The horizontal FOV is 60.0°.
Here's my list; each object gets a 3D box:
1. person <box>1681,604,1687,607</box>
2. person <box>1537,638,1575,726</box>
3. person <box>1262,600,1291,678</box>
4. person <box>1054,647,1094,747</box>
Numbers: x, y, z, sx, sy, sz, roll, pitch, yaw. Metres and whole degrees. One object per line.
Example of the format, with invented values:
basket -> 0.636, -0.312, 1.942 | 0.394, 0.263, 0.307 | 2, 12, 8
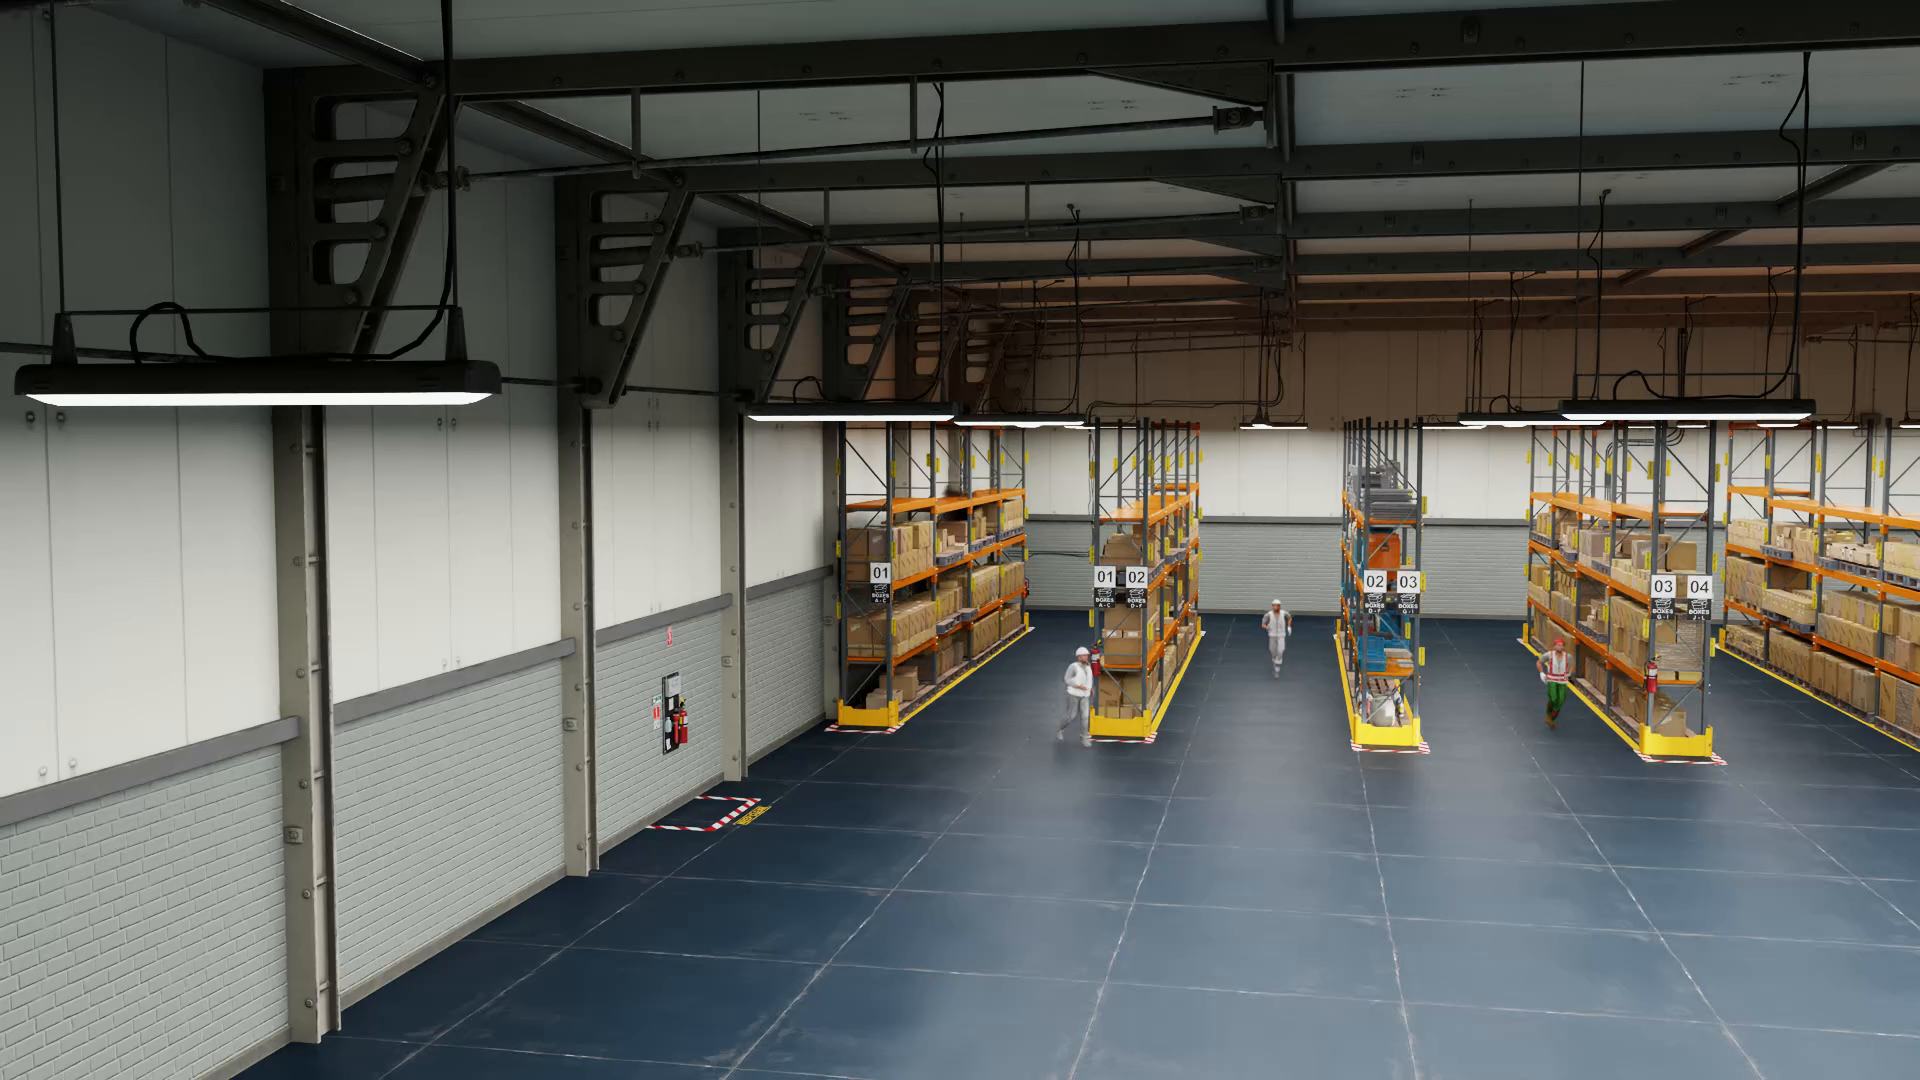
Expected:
person -> 18.690, 2.066, 43.184 | 0.690, 1.844, 0.747 | 2, 4, 31
person -> 11.536, 2.759, 32.105 | 0.656, 1.732, 0.631 | 0, 4, 4
person -> 7.446, 2.308, 39.107 | 0.692, 1.831, 0.952 | 1, 4, 9
person -> 2.201, 2.851, 30.508 | 0.705, 1.772, 0.883 | -2, 4, -34
